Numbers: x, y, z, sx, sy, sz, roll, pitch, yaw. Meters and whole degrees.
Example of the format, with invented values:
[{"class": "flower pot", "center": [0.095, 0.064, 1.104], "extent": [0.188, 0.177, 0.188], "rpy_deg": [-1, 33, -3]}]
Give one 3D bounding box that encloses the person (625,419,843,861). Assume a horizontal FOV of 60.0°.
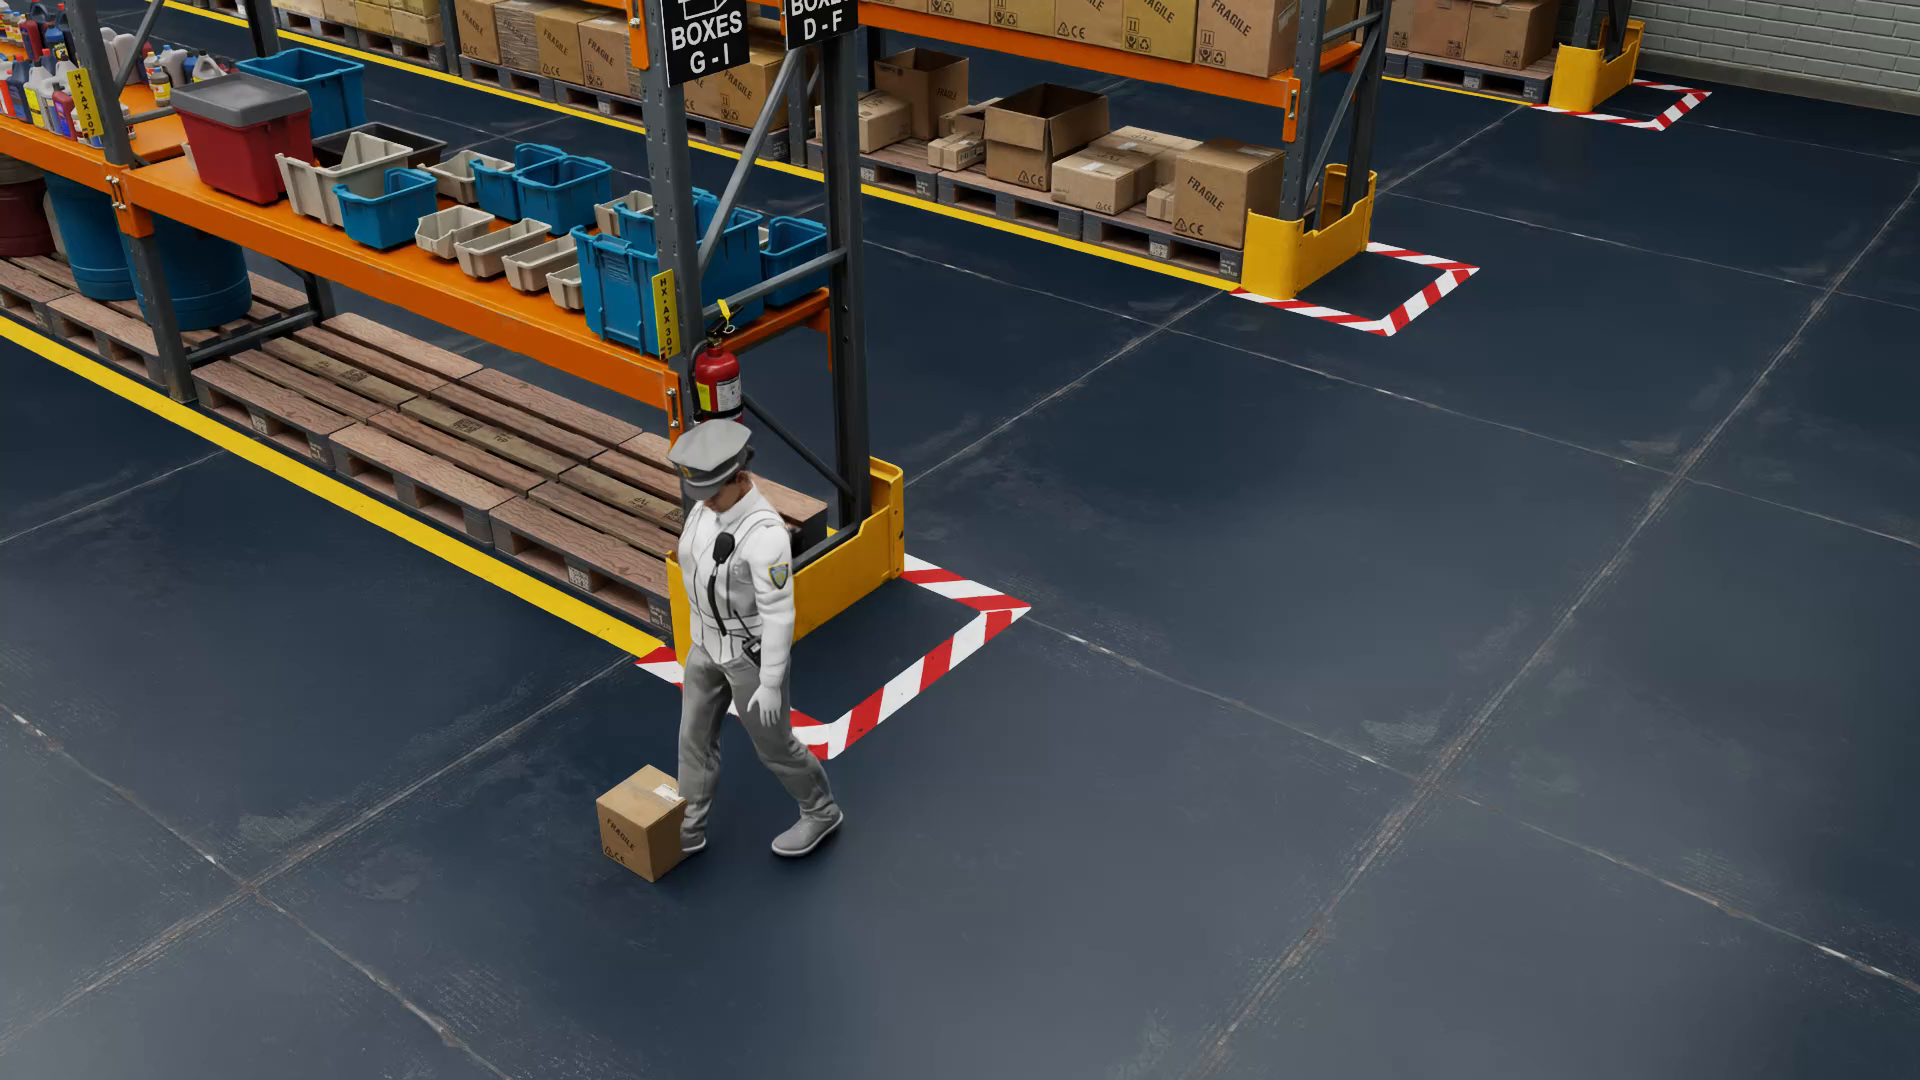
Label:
[{"class": "person", "center": [-0.779, 0.389, 5.459], "extent": [0.732, 1.641, 0.524], "rpy_deg": [-19, 36, -29]}]
